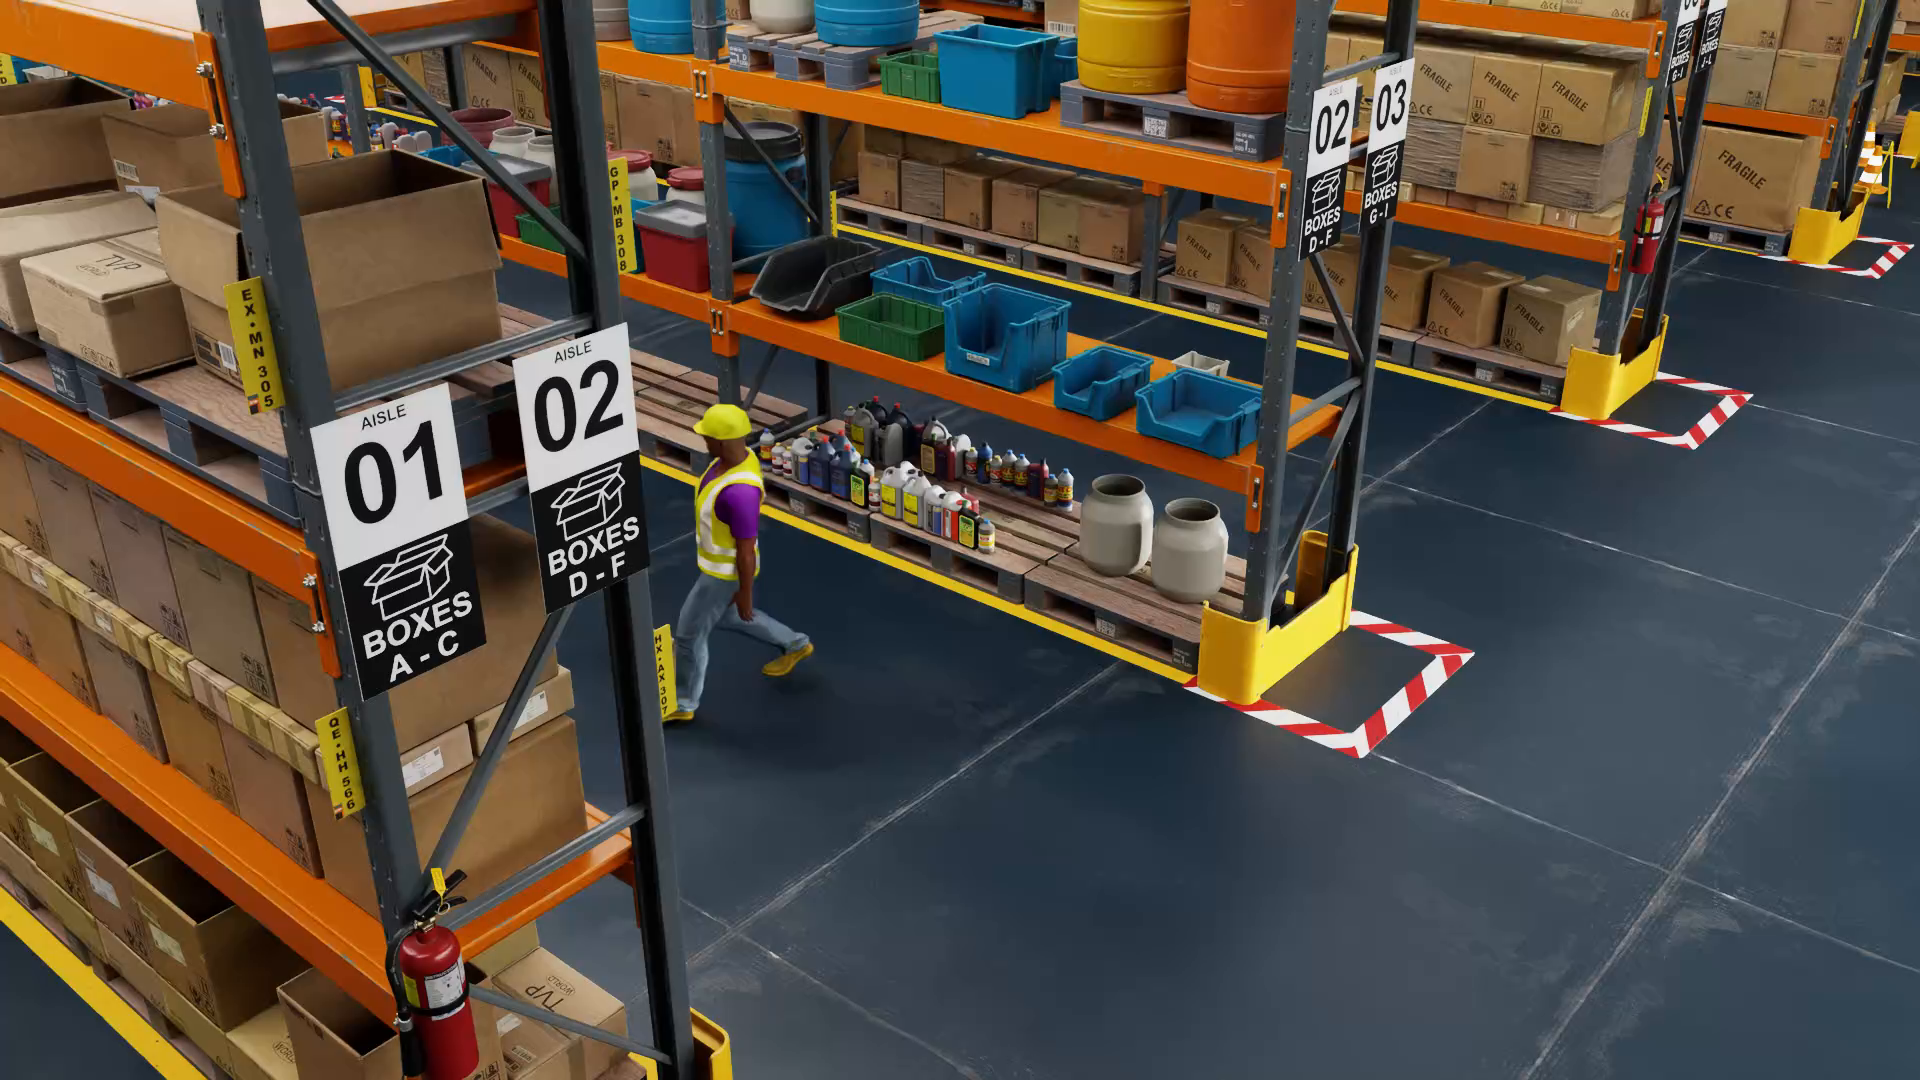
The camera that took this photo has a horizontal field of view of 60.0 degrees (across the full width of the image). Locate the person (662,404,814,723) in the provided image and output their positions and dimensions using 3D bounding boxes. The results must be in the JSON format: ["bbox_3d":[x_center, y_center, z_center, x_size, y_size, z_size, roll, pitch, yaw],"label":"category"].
[{"bbox_3d":[-1.231,0.107,8.431,0.959,1.724,0.589,-4,28,-9],"label":"person"}]
